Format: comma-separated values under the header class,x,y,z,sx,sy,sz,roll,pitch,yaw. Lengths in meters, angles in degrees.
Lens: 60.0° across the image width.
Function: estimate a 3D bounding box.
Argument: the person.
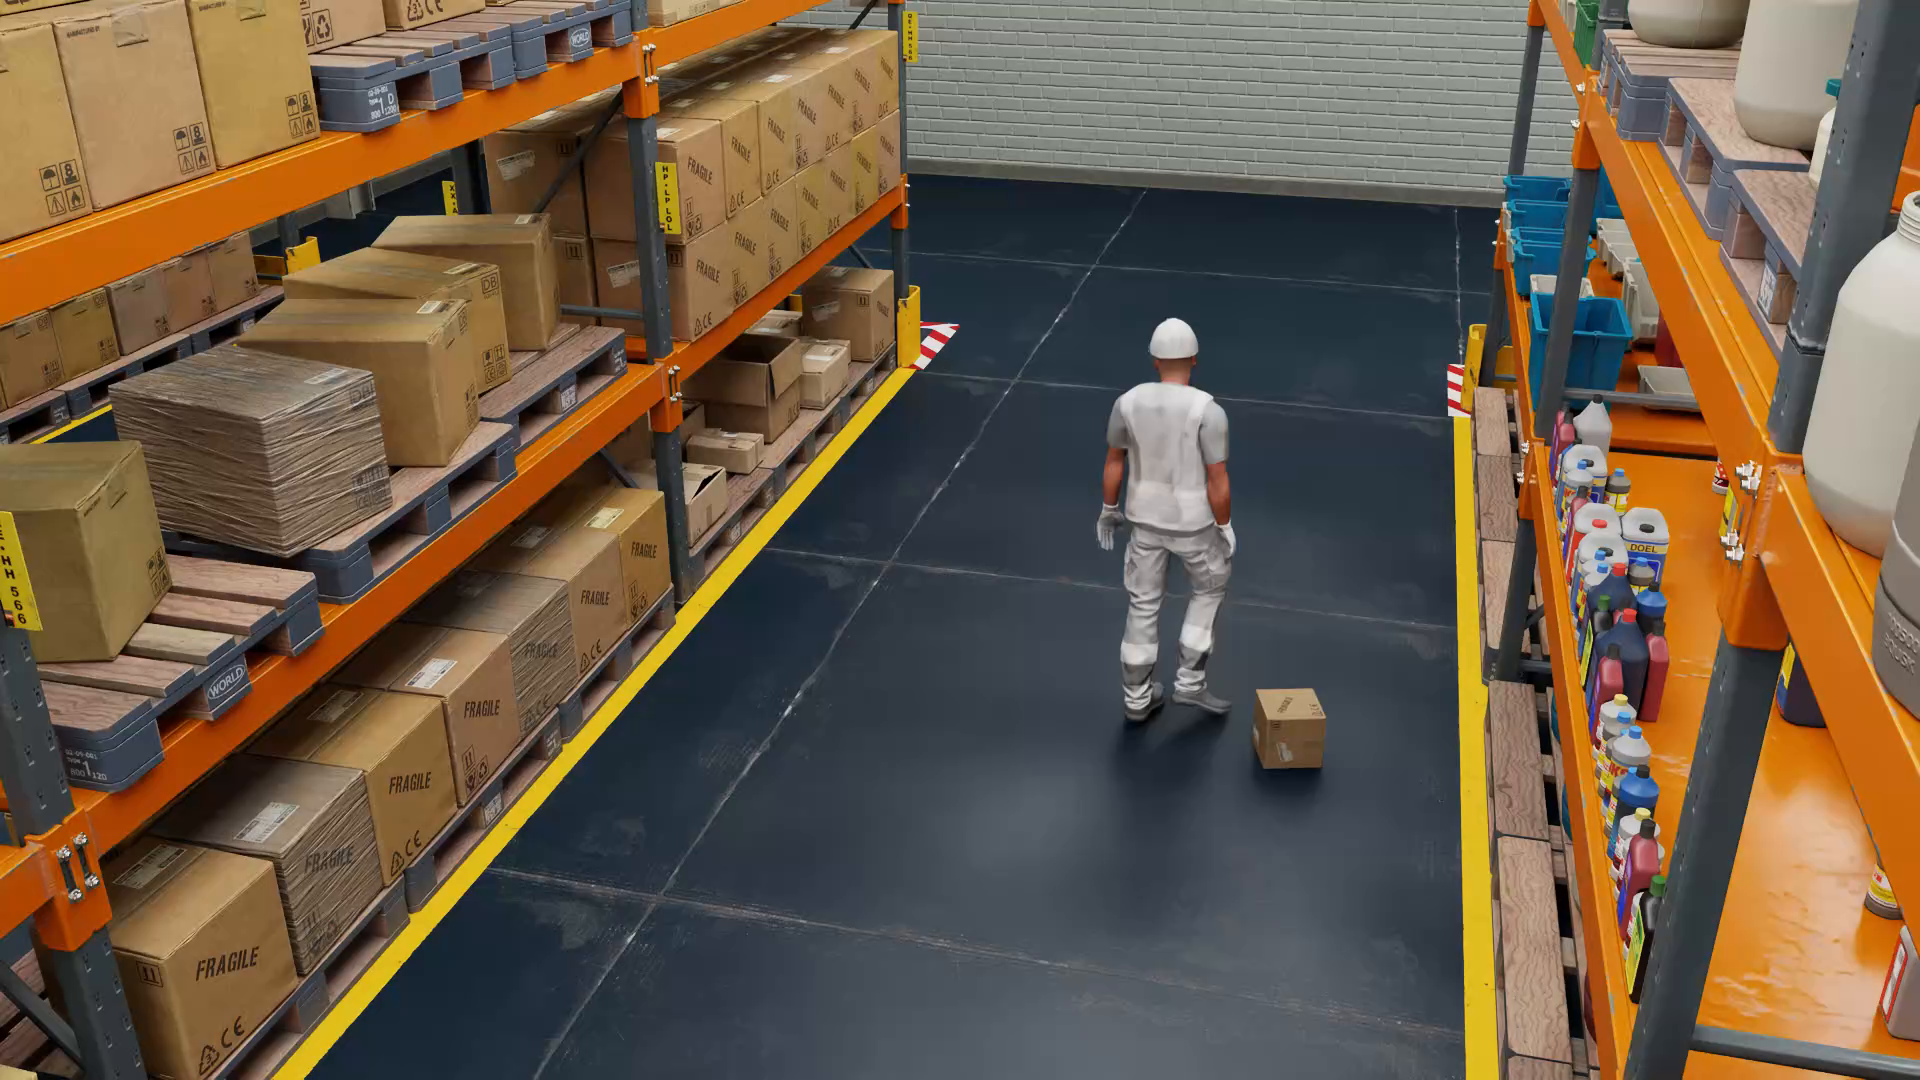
class,x,y,z,sx,sy,sz,roll,pitch,yaw
person,0.899,-0.064,7.191,0.647,1.784,0.474,13,28,26
